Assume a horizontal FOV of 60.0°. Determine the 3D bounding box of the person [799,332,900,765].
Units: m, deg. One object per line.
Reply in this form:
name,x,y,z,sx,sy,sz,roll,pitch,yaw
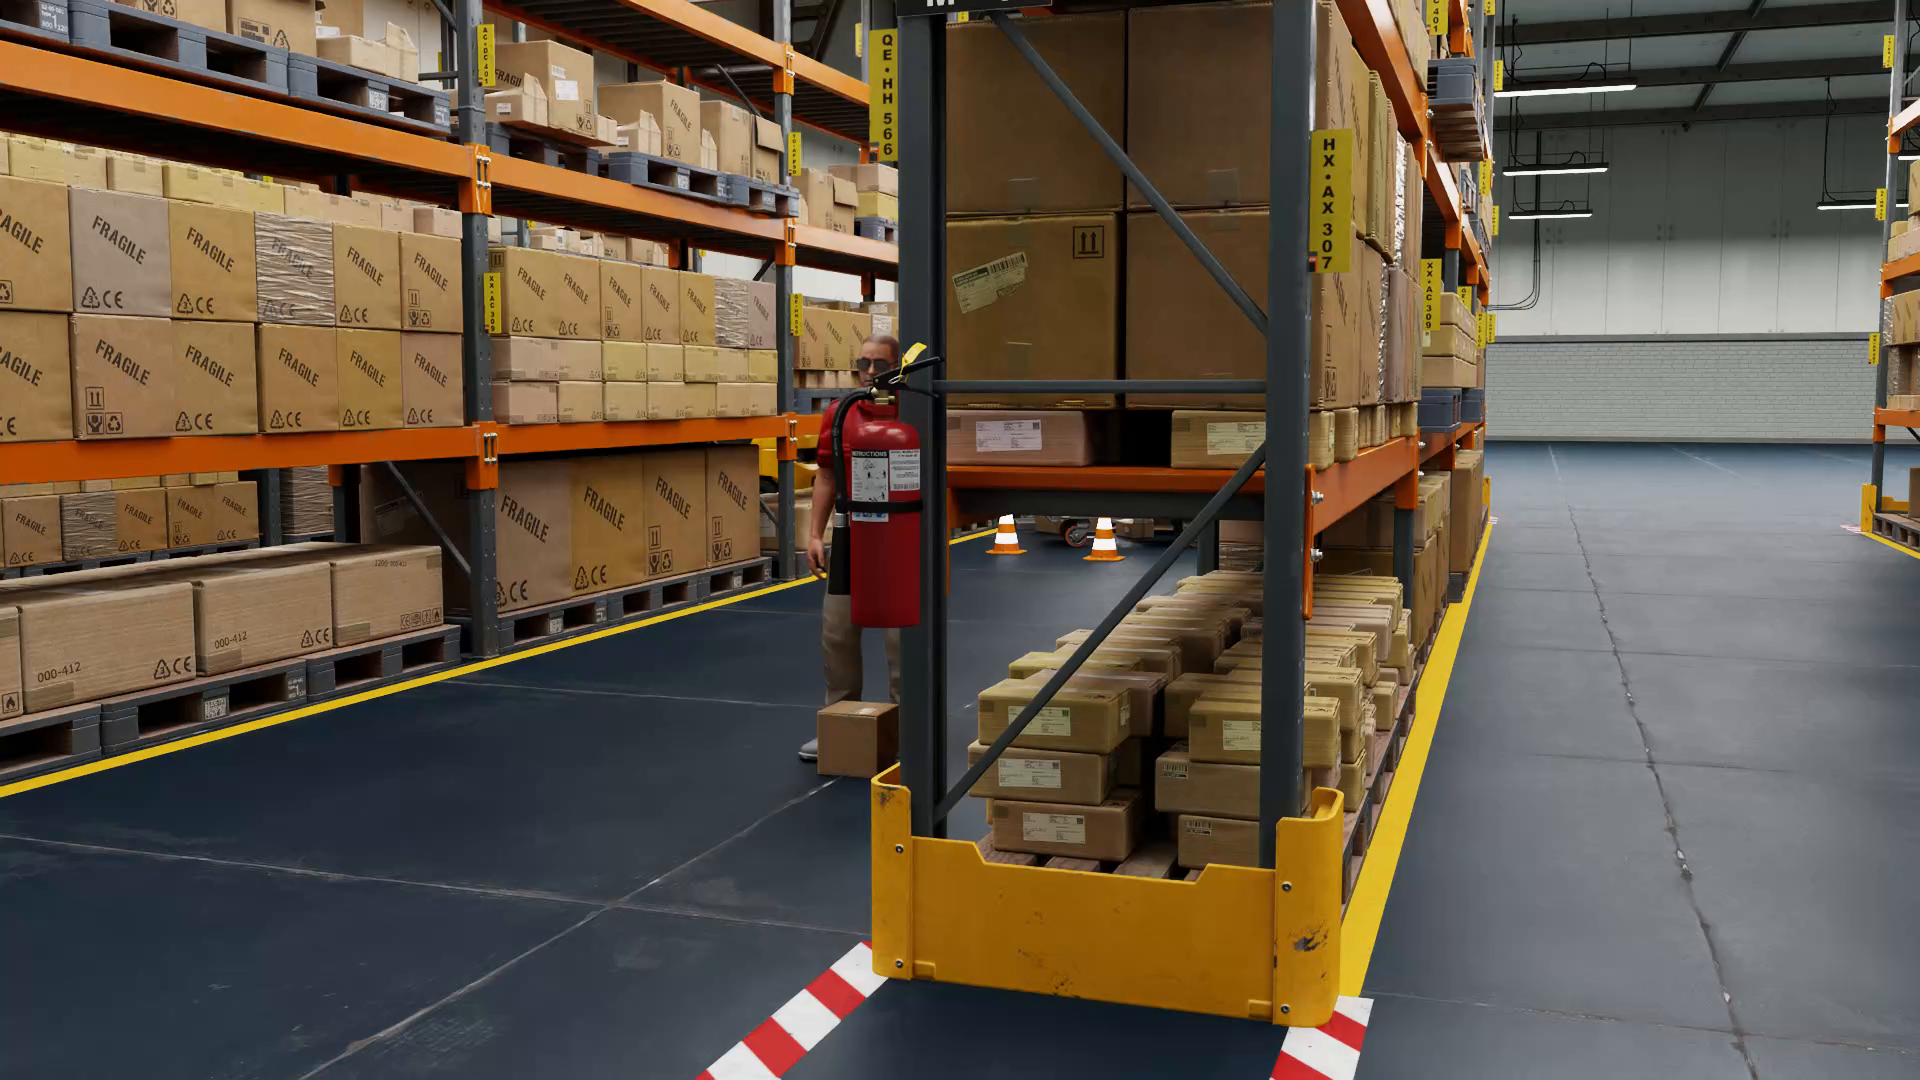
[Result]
person,-0.332,0.028,6.752,0.606,1.728,0.387,1,5,15
